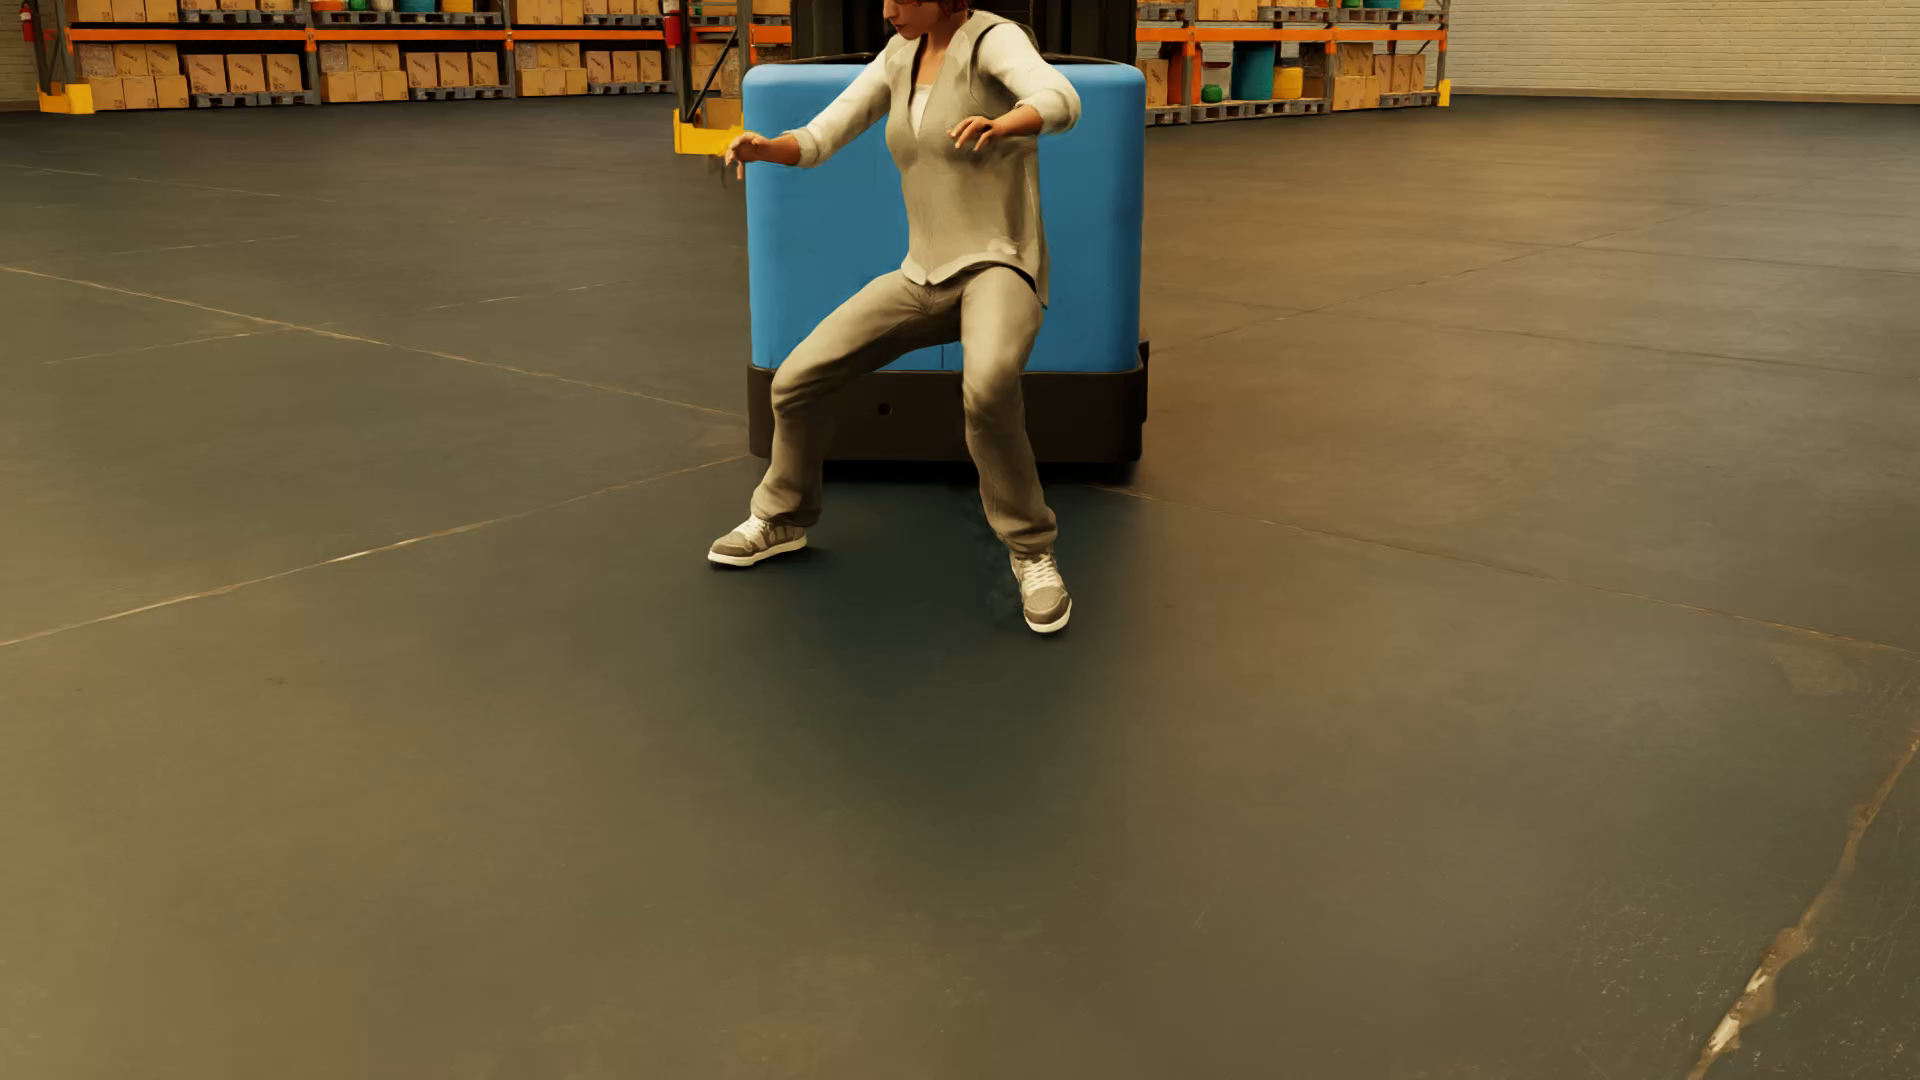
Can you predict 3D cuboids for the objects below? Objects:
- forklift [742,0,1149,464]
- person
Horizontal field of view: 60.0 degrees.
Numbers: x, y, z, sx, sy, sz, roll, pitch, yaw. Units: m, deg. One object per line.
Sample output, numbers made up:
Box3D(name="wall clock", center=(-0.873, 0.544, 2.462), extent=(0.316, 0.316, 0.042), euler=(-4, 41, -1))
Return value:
Box3D(name="forklift", center=(0.022, -1.978, 5.412), extent=(1.130, 2.935, 3.031), euler=(1, 17, 2))
Box3D(name="person", center=(-0.123, -0.545, 3.382), extent=(0.662, 1.366, 0.904), euler=(-15, 22, -40))
